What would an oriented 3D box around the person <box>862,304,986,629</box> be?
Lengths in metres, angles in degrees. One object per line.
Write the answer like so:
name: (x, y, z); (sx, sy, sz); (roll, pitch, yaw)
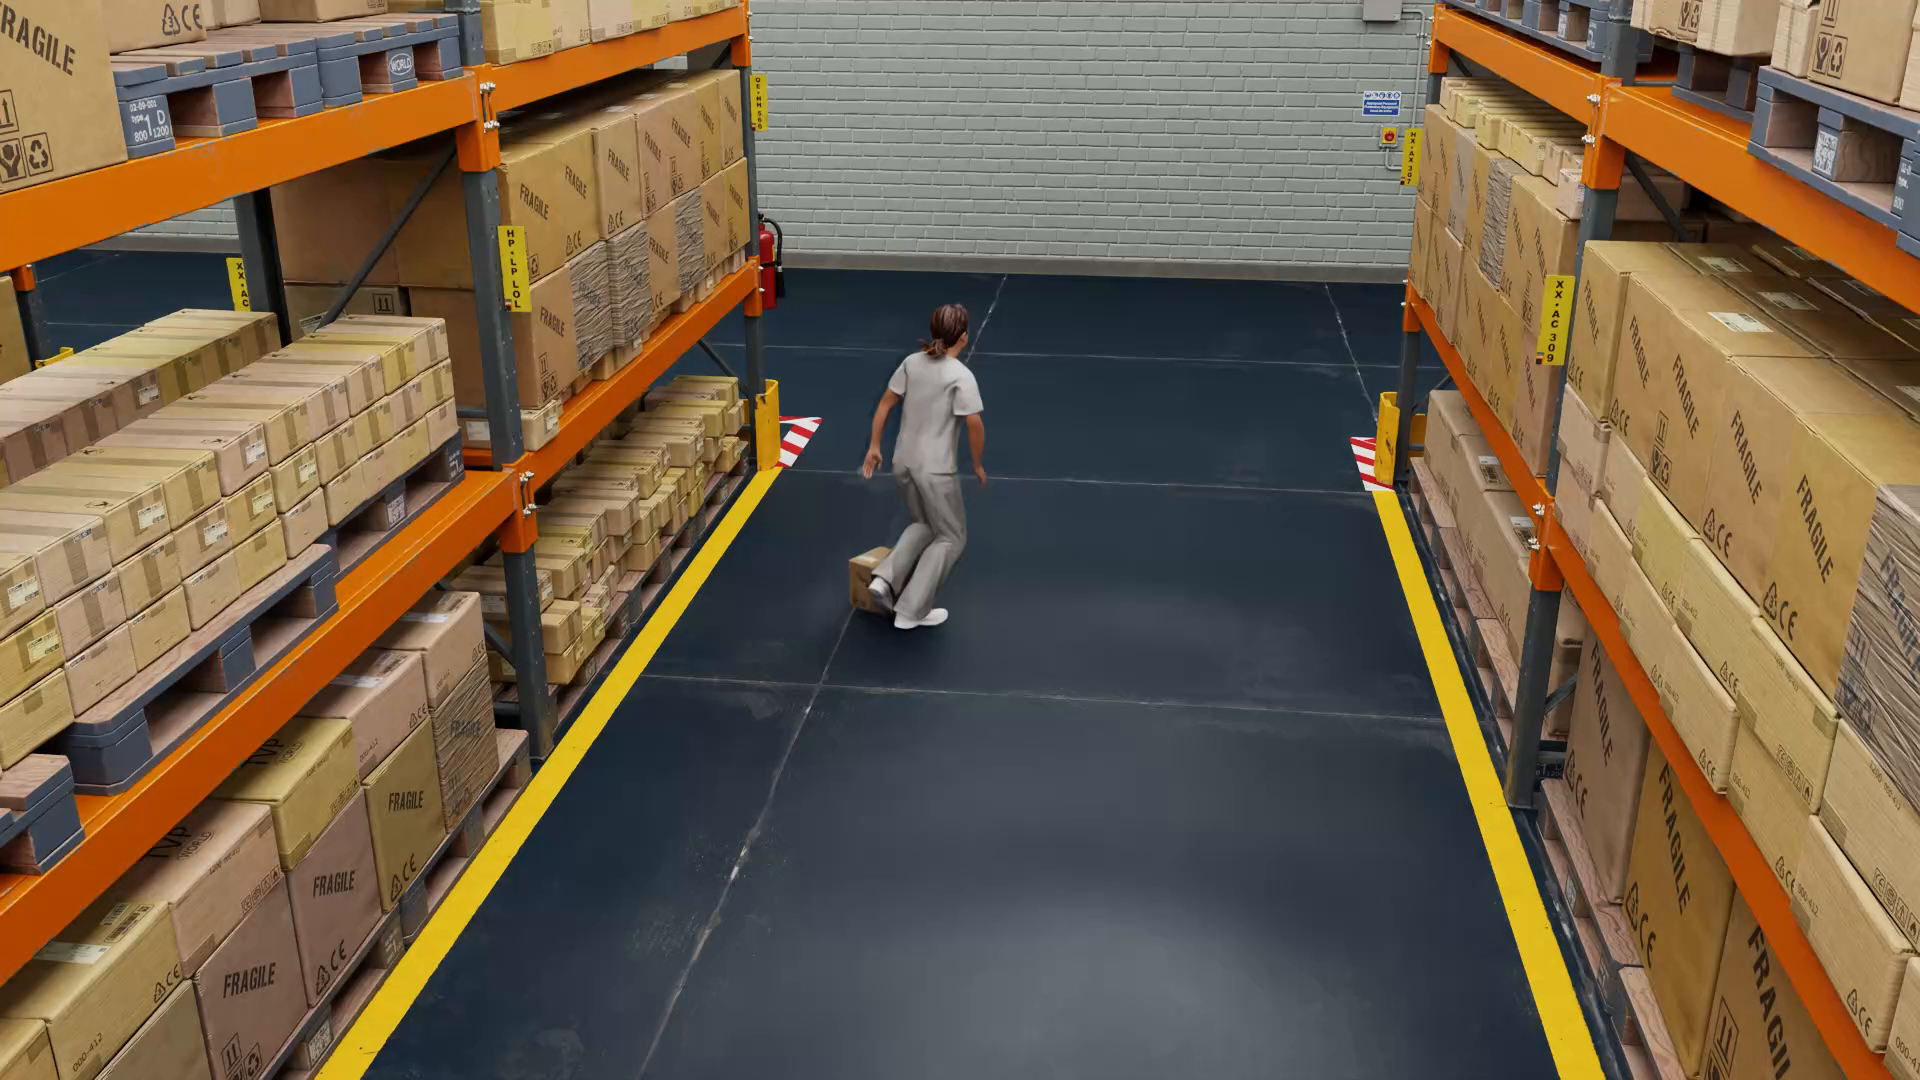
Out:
person: (-0.200, -0.347, 8.118); (0.622, 1.579, 0.585); (-18, 28, -39)
